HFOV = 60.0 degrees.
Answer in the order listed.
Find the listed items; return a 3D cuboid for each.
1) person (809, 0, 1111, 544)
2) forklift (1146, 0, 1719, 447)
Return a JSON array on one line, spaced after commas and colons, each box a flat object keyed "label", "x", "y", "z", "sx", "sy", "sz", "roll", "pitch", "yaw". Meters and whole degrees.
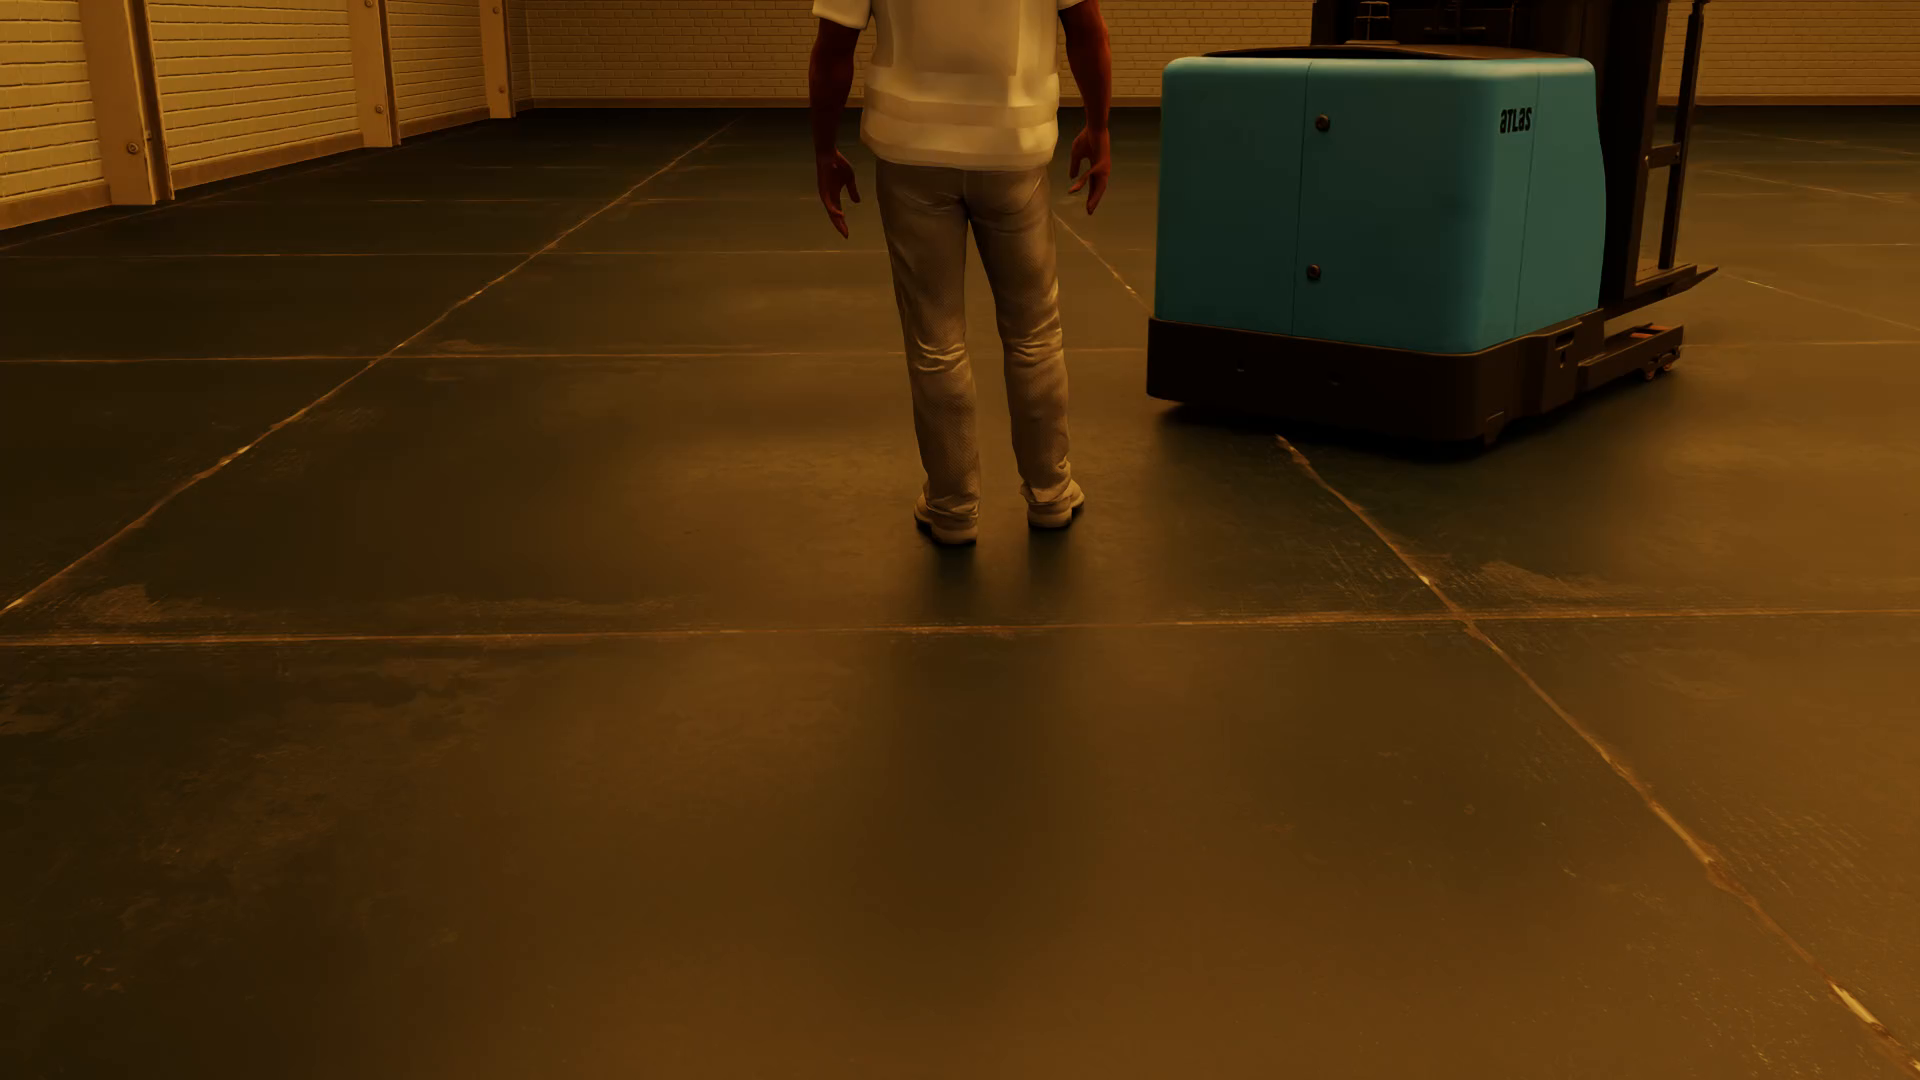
[{"label": "person", "x": 0.003, "y": -0.872, "z": 3.724, "sx": 0.665, "sy": 1.766, "sz": 0.576, "roll": -1, "pitch": 17, "yaw": -3}, {"label": "forklift", "x": 1.896, "y": -2.029, "z": 5.541, "sx": 1.130, "sy": 2.935, "sz": 3.031, "roll": 13, "pitch": 21, "yaw": 37}]
